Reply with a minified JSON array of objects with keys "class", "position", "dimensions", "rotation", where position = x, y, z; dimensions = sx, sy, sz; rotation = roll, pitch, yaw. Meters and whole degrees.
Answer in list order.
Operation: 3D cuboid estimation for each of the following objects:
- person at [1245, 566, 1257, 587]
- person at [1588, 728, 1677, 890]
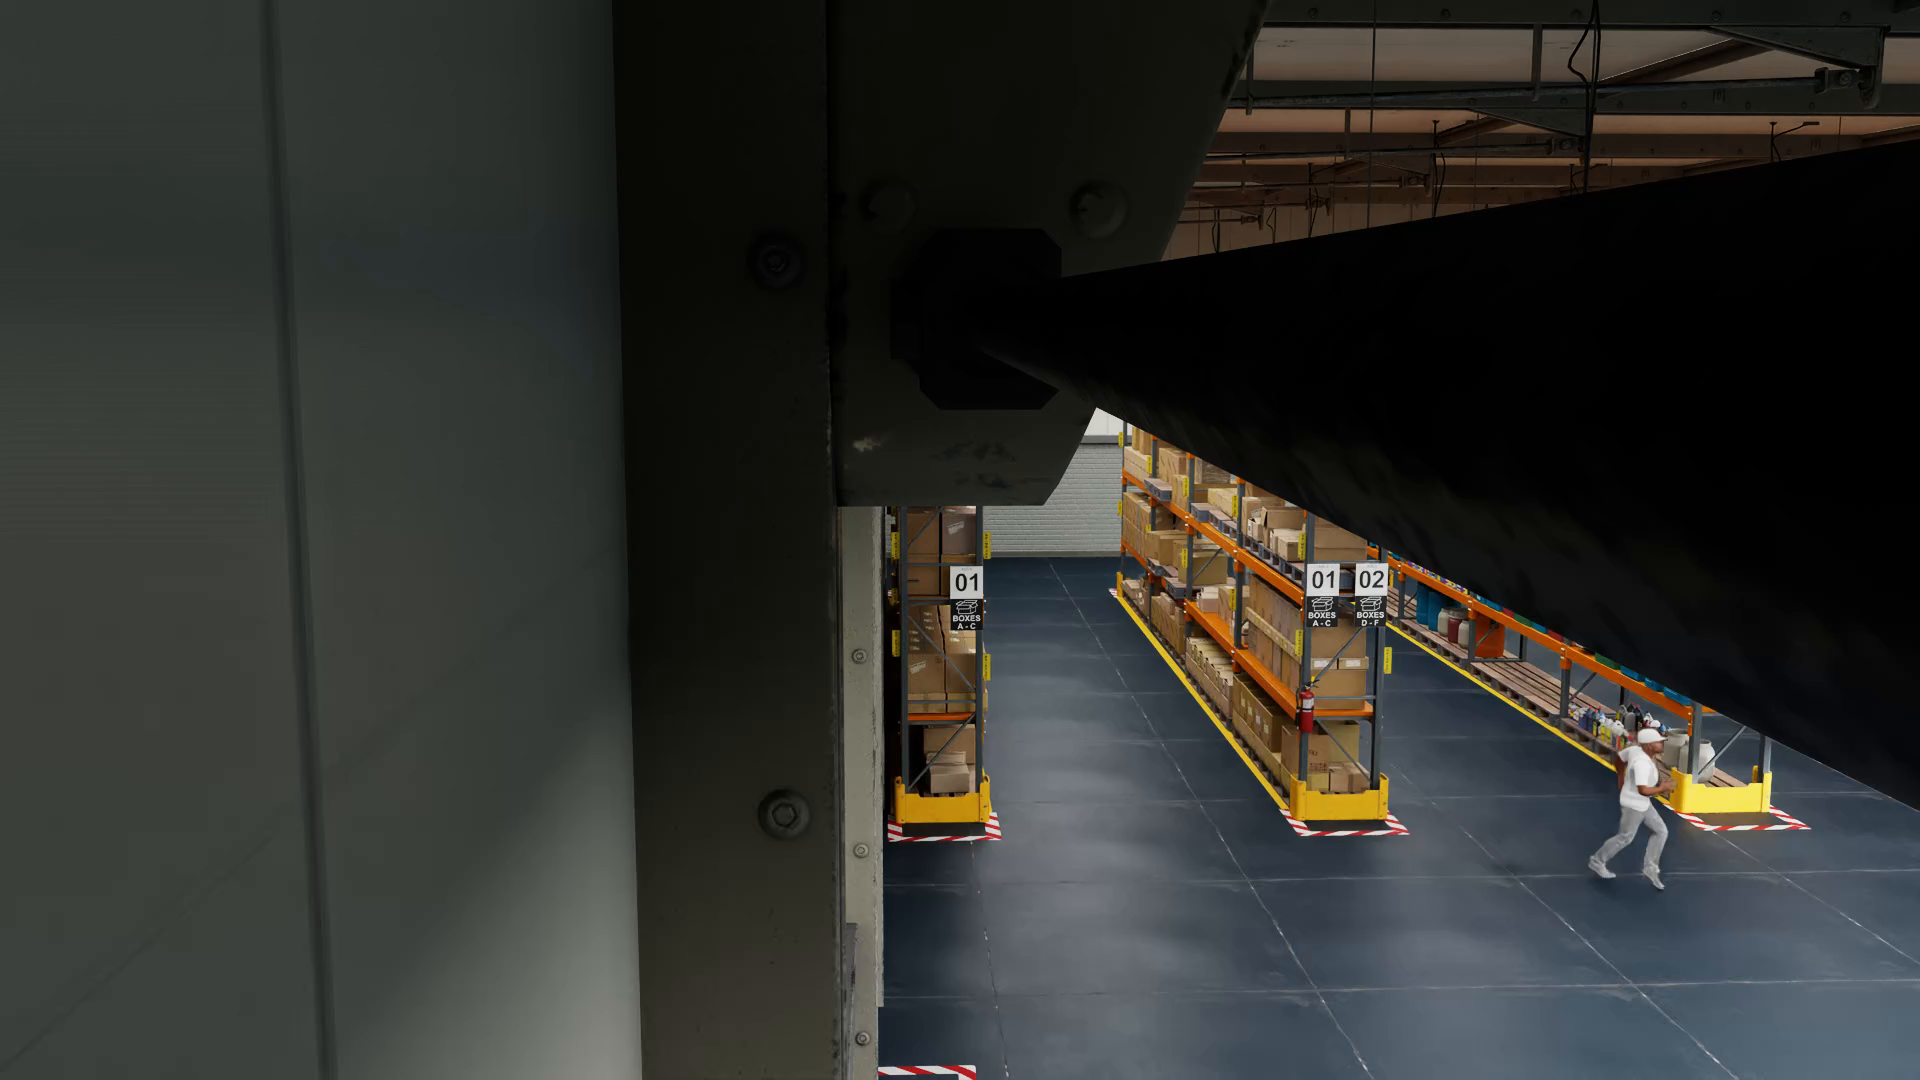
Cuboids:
[{"class":"person","position":[6.079,0.678,34.901],"dimensions":[0.529,1.556,0.577],"rotation":[-2,8,-15]},{"class":"person","position":[7.358,2.927,18.191],"dimensions":[0.850,1.803,0.727],"rotation":[3,9,23]}]
